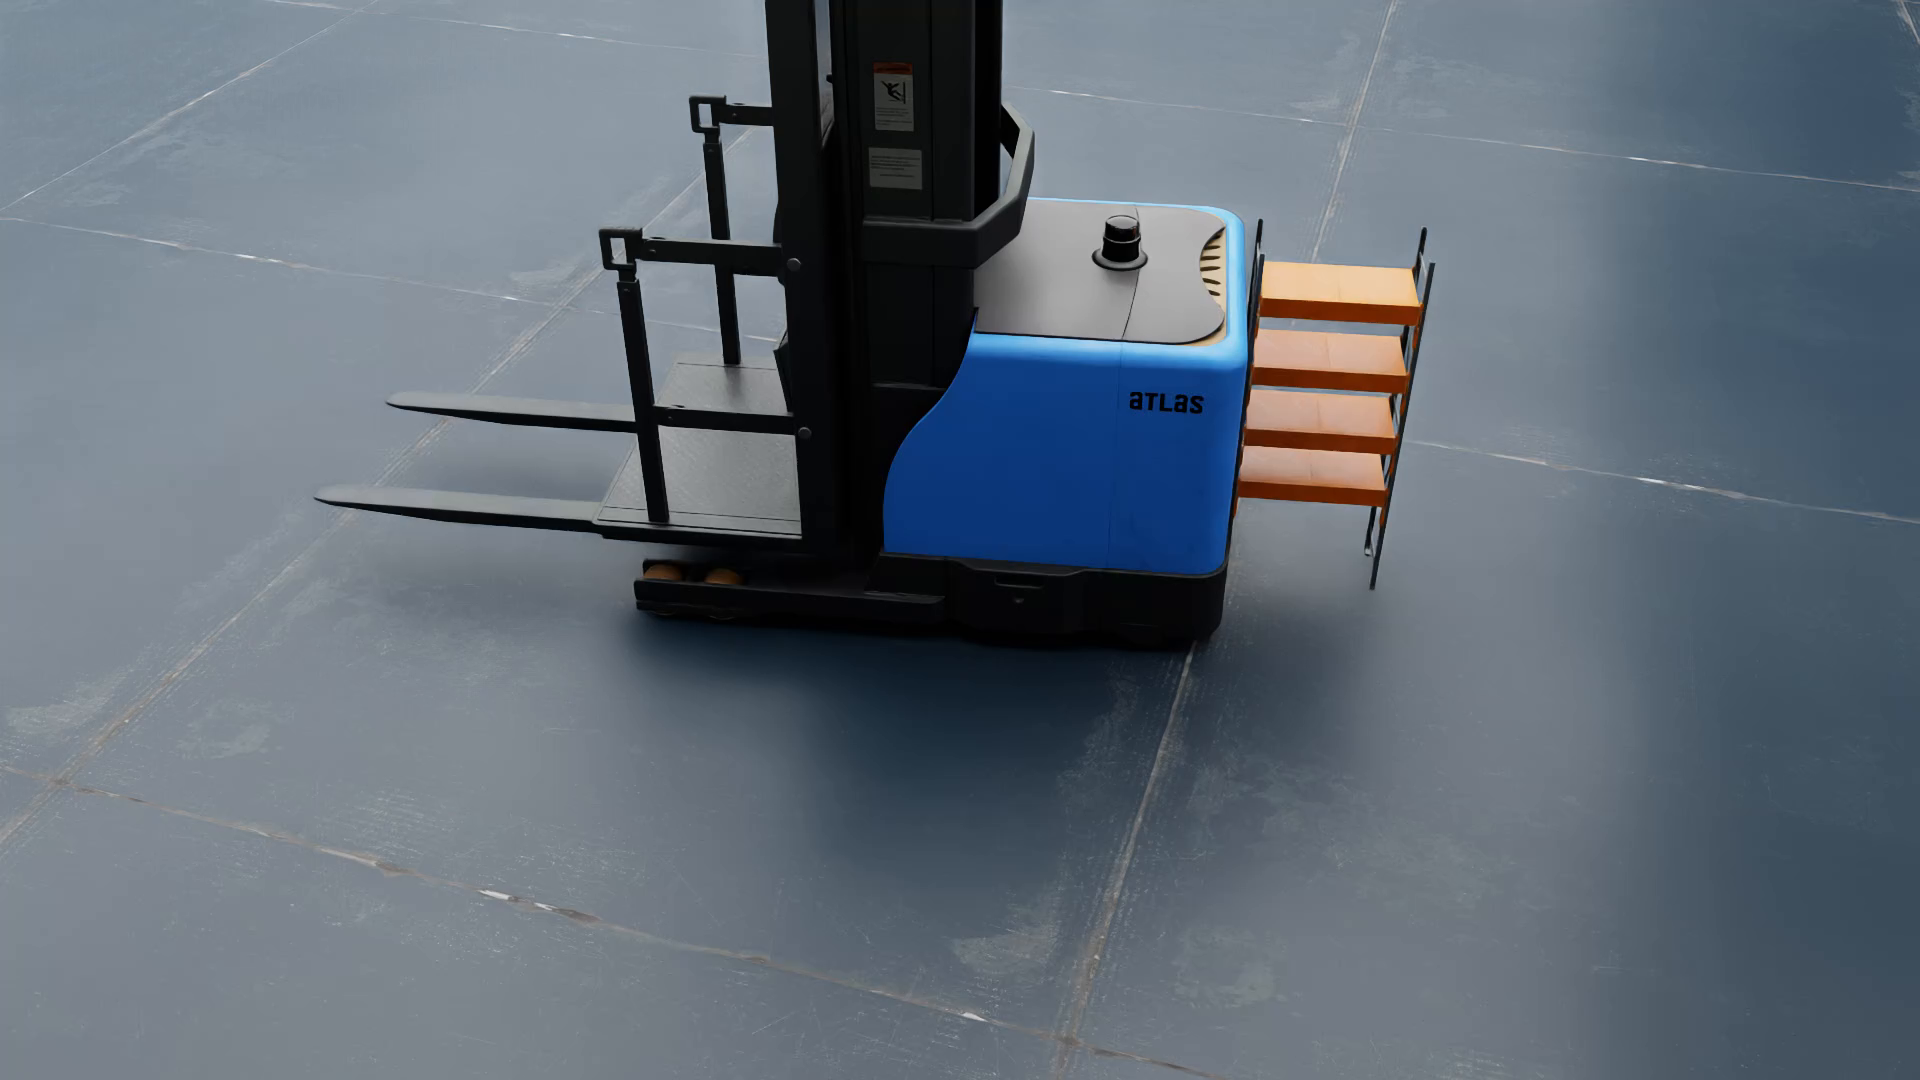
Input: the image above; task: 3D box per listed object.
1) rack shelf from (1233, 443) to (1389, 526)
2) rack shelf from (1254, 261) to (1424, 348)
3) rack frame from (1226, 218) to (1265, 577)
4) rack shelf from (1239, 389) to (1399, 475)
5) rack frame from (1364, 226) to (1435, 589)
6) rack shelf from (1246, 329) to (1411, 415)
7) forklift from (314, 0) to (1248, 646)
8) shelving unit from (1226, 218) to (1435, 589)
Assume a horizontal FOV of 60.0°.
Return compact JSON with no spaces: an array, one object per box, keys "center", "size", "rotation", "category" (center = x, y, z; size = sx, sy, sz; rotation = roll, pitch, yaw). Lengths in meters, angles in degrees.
[{"center":[1.142,-0.193,5.449],"size":[0.480,0.148,0.258],"rotation":[4,37,5],"category":"rack shelf"},{"center":[1.142,-0.724,5.058],"size":[0.480,0.148,0.258],"rotation":[4,37,5],"category":"rack shelf"},{"center":[0.899,-0.424,5.315],"size":[0.015,1.200,0.240],"rotation":[4,37,5],"category":"rack frame"},{"center":[1.142,-0.353,5.331],"size":[0.480,0.148,0.258],"rotation":[4,37,5],"category":"rack shelf"},{"center":[1.384,-0.390,5.268],"size":[0.015,1.200,0.240],"rotation":[4,37,5],"category":"rack frame"},{"center":[1.142,-0.533,5.199],"size":[0.480,0.148,0.258],"rotation":[4,37,5],"category":"rack shelf"},{"center":[-0.622,-1.227,4.944],"size":[3.031,2.935,1.130],"rotation":[4,37,6],"category":"forklift"},{"center":[1.142,-0.407,5.291],"size":[0.503,1.200,0.258],"rotation":[4,37,5],"category":"shelving unit"}]
